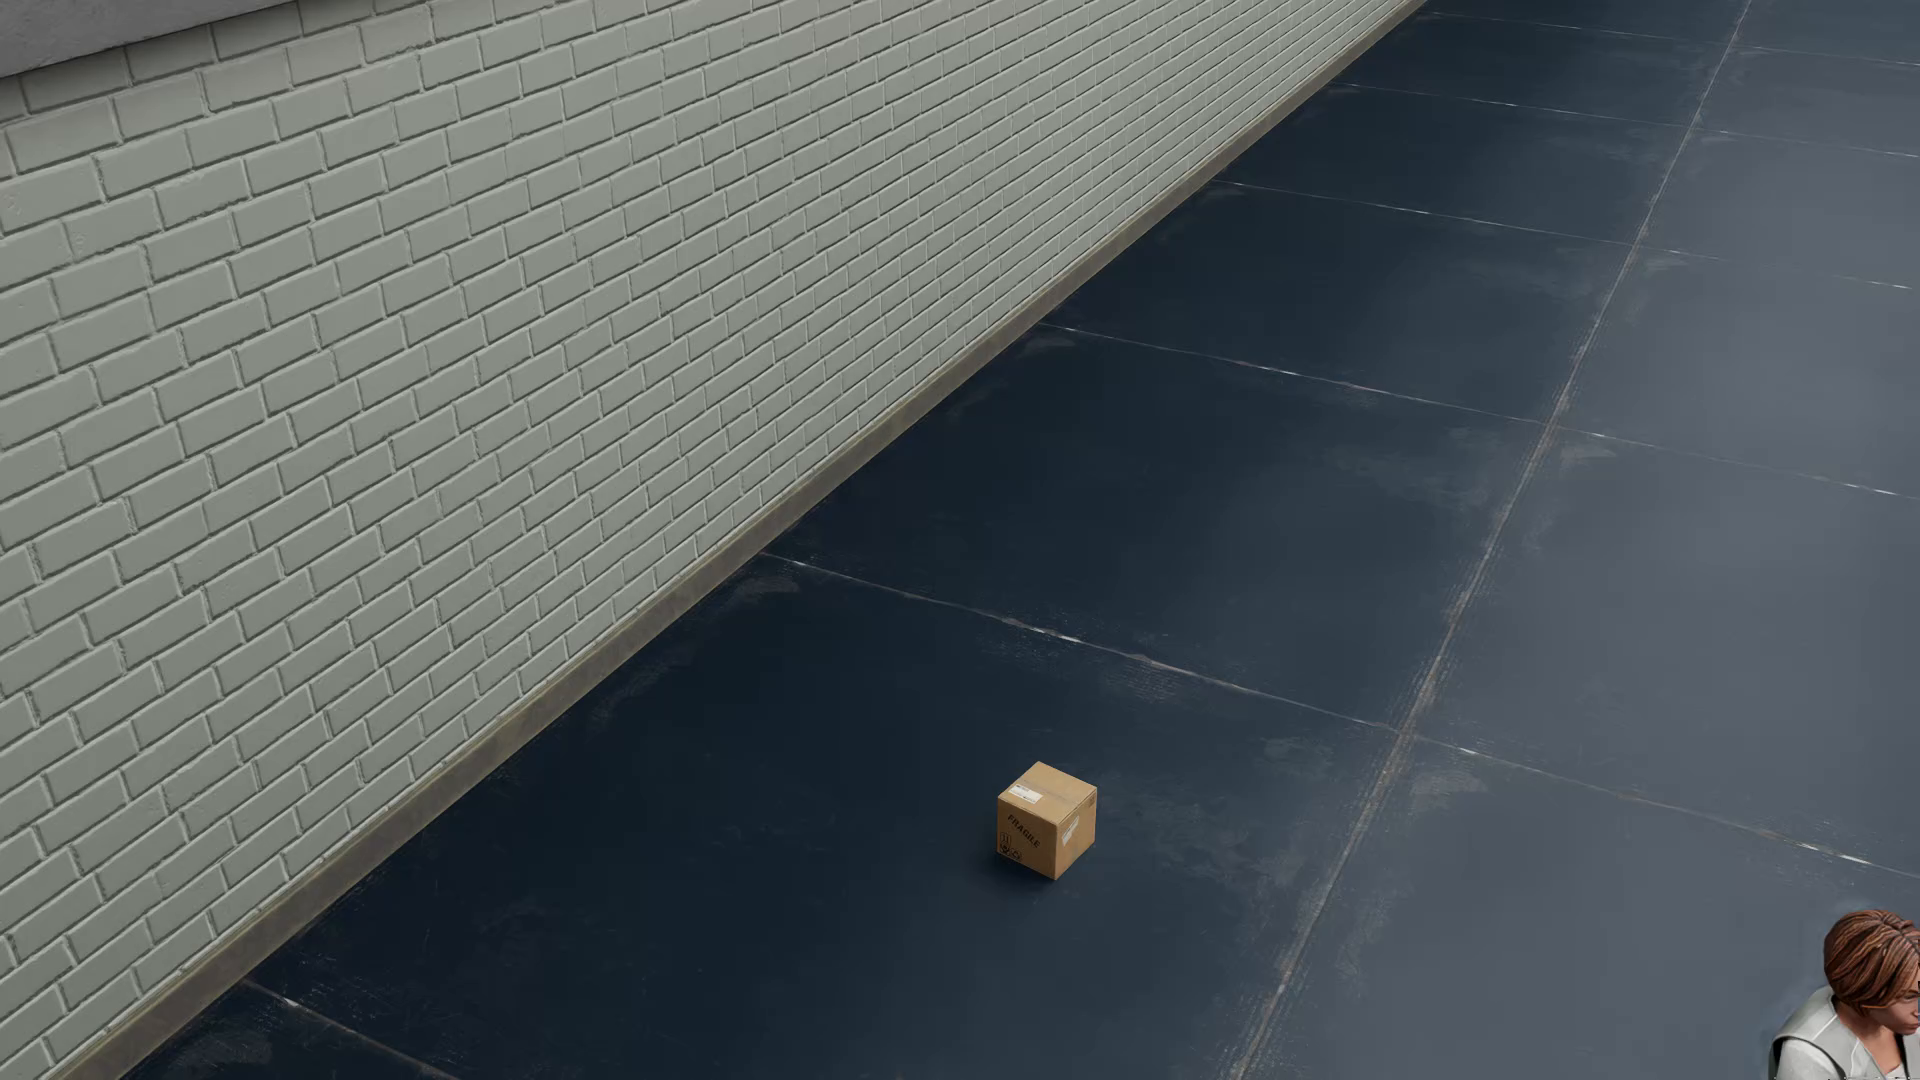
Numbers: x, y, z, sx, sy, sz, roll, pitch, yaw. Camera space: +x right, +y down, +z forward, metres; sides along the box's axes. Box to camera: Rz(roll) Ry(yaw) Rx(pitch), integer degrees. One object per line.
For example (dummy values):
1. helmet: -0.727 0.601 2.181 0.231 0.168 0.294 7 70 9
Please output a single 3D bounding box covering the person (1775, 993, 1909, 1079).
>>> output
1. person: 1.853 1.522 3.667 0.439 1.270 0.433 -17 34 -26
